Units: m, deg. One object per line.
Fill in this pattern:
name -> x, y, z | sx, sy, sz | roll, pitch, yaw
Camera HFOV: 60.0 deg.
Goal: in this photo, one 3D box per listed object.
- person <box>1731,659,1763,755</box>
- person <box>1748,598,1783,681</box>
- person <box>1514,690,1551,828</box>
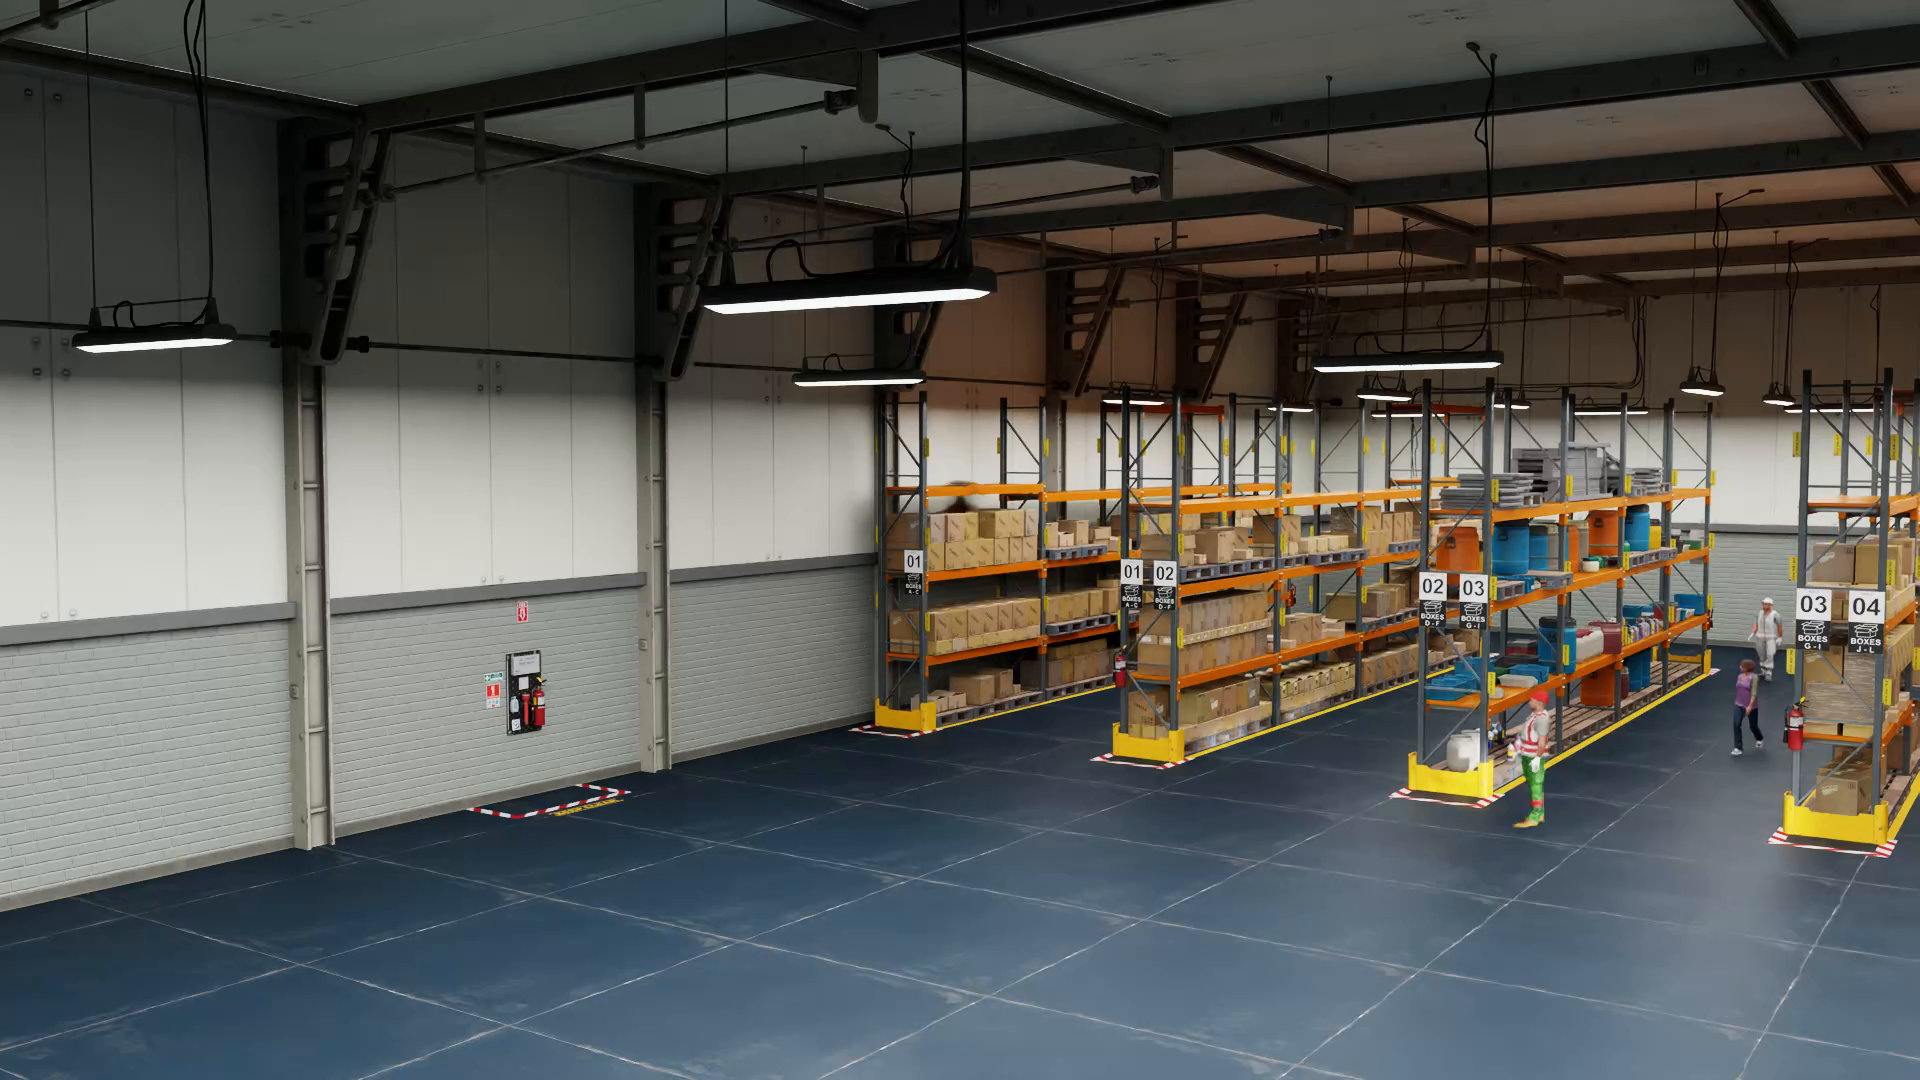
person -> 12.857, 2.705, 27.144 | 0.364, 1.542, 0.869 | 3, 4, 41
person -> 17.381, 2.119, 35.893 | 0.646, 1.743, 0.975 | 2, 4, 33
person -> 7.587, 2.886, 22.080 | 0.516, 1.800, 0.569 | -1, 3, -14
